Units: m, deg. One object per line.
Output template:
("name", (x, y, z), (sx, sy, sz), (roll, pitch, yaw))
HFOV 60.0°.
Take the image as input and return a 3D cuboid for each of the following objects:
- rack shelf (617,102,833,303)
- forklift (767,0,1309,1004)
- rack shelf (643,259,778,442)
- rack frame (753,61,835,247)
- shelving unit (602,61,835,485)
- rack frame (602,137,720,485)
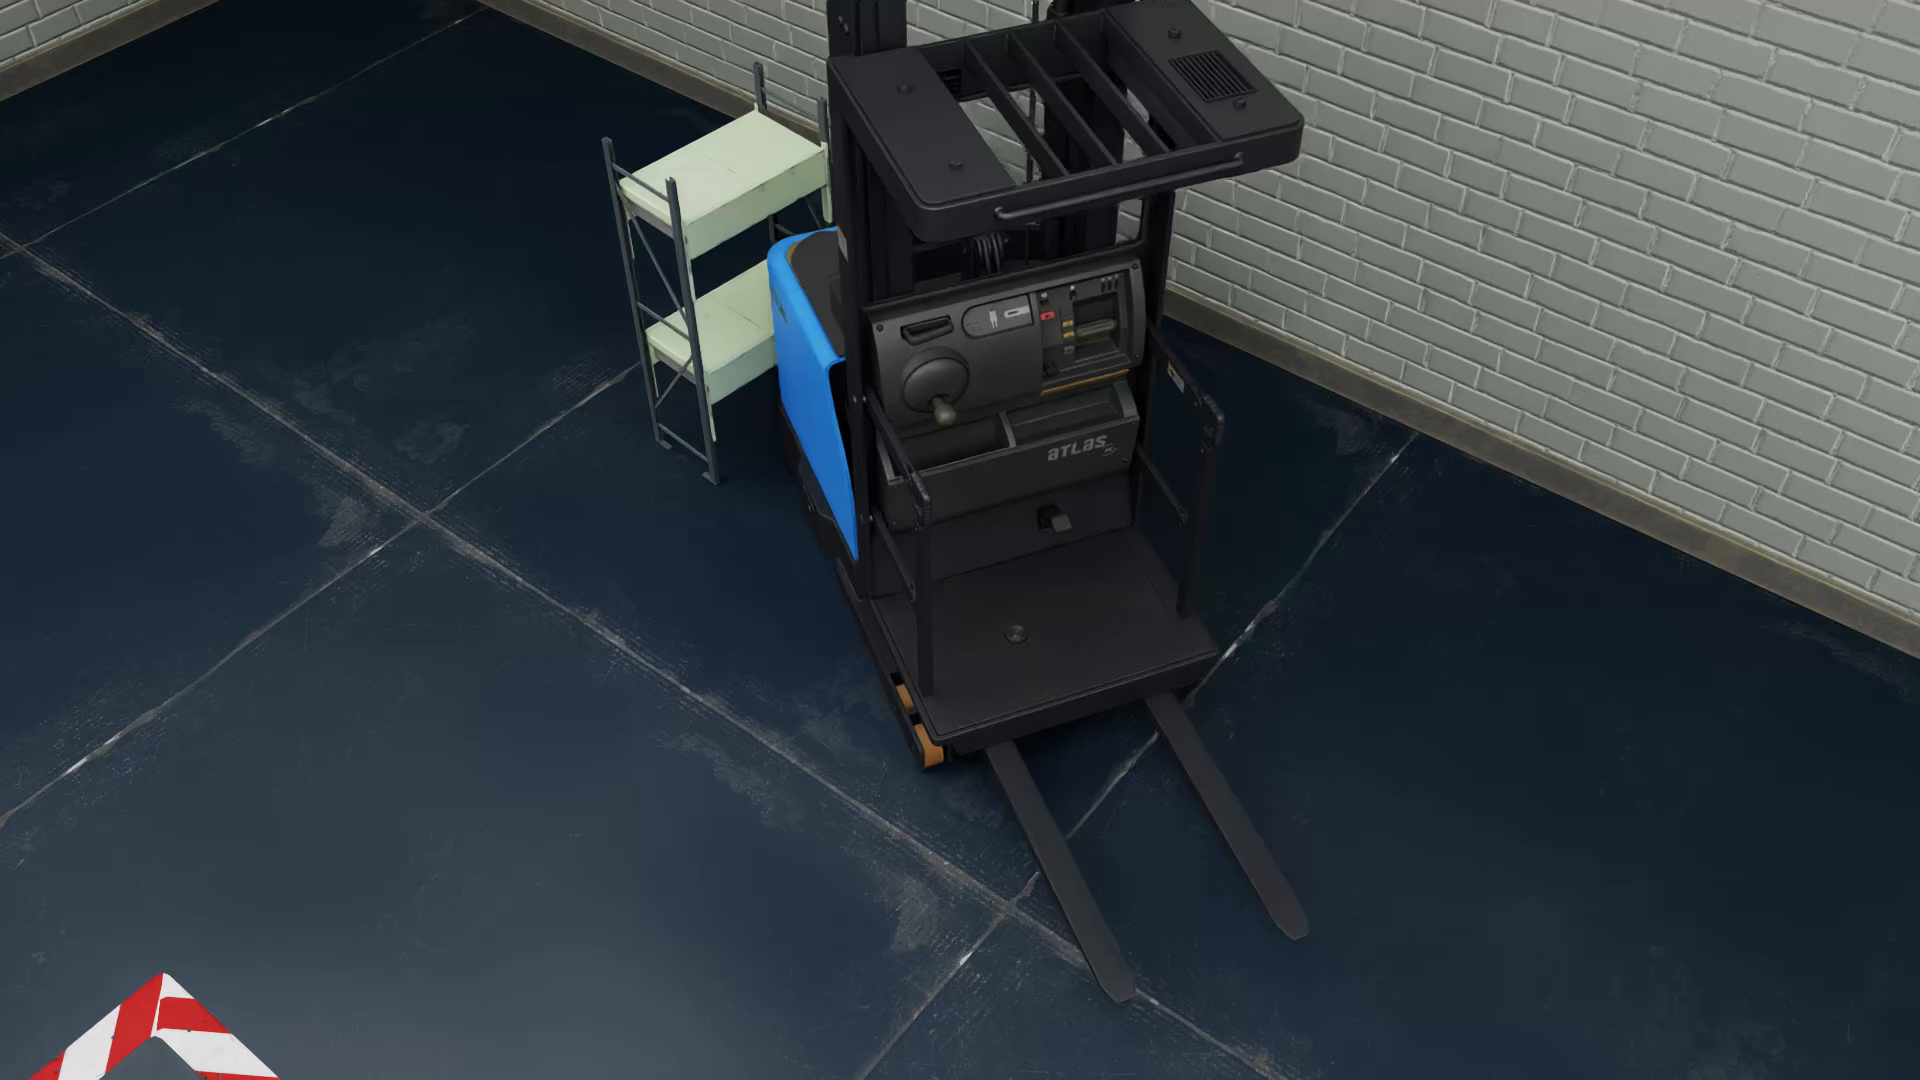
("rack shelf", (-0.905, -1.313, 6.427), (0.431, 0.370, 0.720), (35, 55, 29))
("forklift", (0.248, -0.547, 5.246), (1.130, 2.935, 3.031), (-16, 48, -14))
("rack shelf", (-0.905, -0.818, 6.945), (0.431, 0.370, 0.720), (35, 55, 29))
("rack frame", (-0.652, -1.234, 6.892), (0.400, 1.500, 0.023), (35, 55, 29))
("shelving unit", (-0.905, -1.043, 6.710), (0.431, 1.500, 0.755), (35, 55, 29))
("rack frame", (-1.159, -0.853, 6.527), (0.400, 1.500, 0.023), (35, 55, 29))
